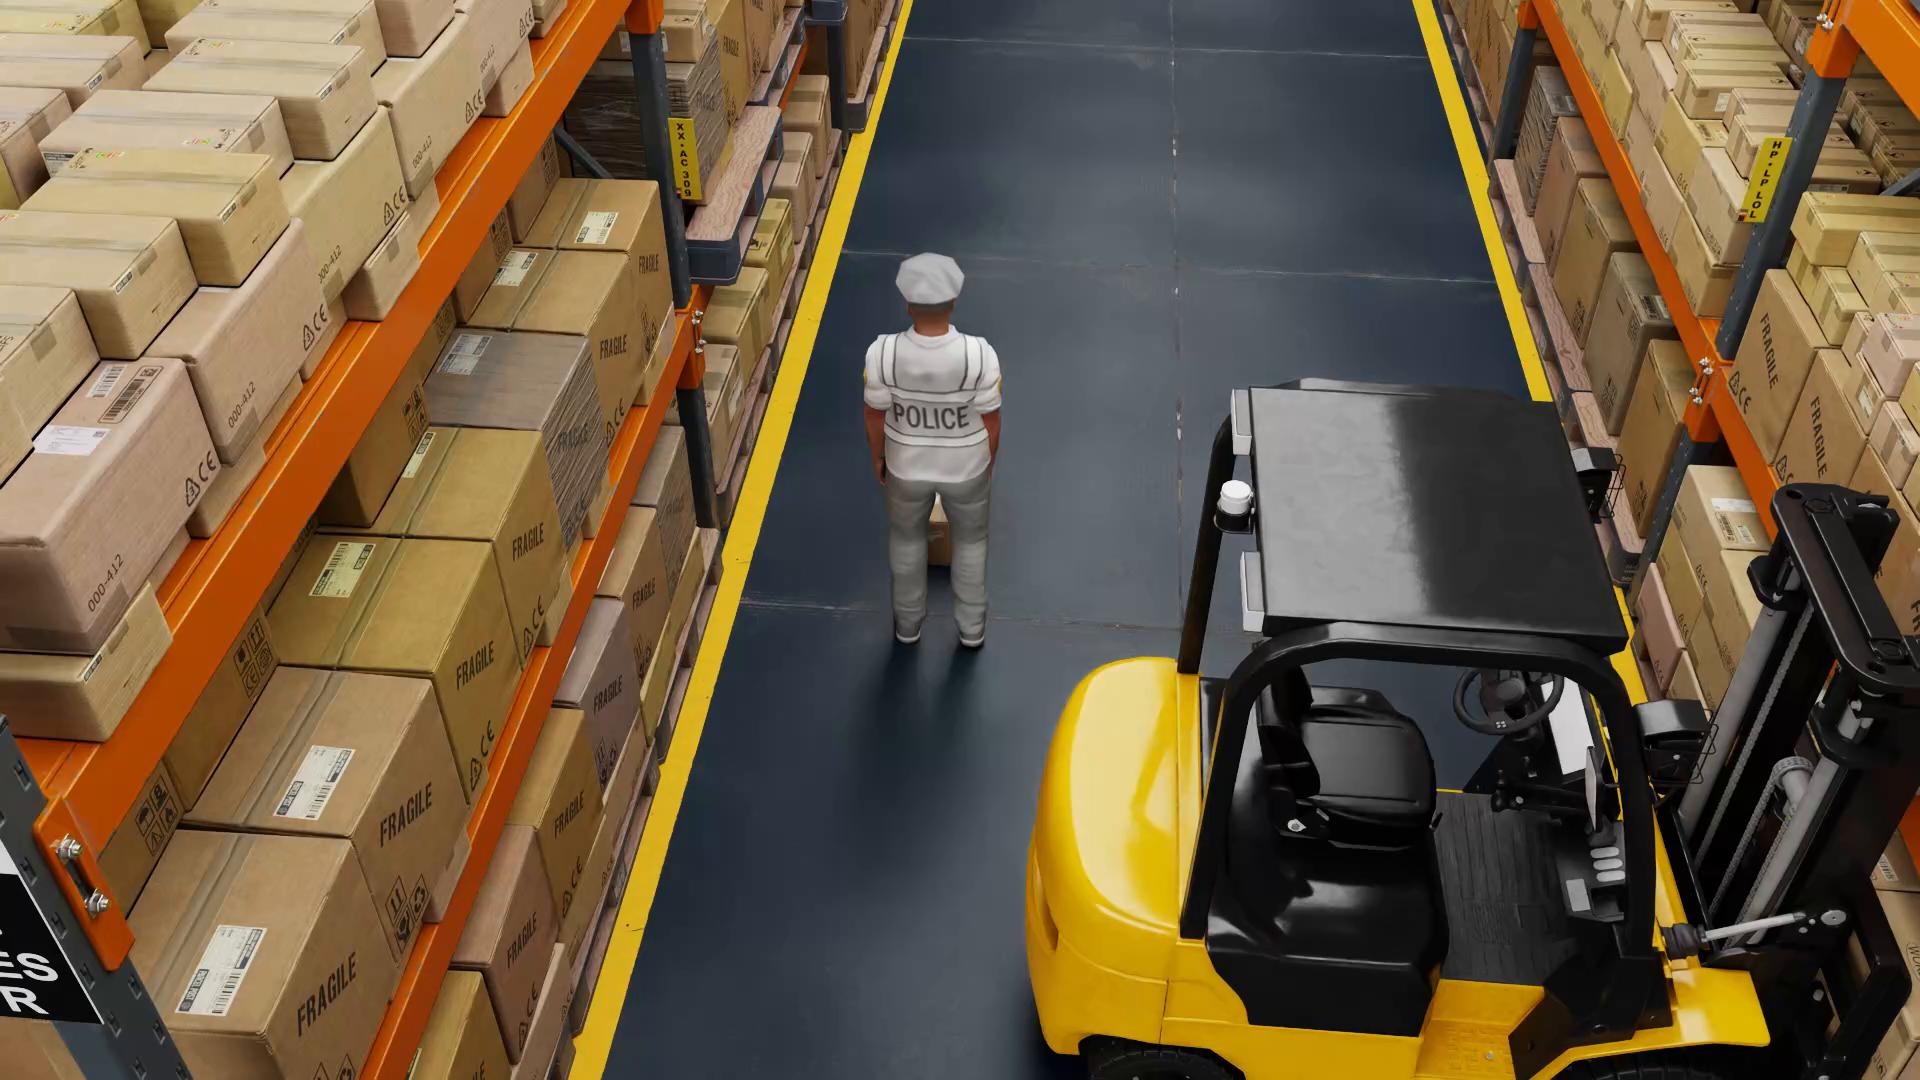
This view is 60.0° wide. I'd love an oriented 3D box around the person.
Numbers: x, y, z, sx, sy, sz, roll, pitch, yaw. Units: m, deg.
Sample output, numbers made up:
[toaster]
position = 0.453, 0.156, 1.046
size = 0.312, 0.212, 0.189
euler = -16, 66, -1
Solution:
[person]
position = -0.104, -0.319, 6.544
size = 0.526, 1.778, 0.393
euler = 2, 40, 2
